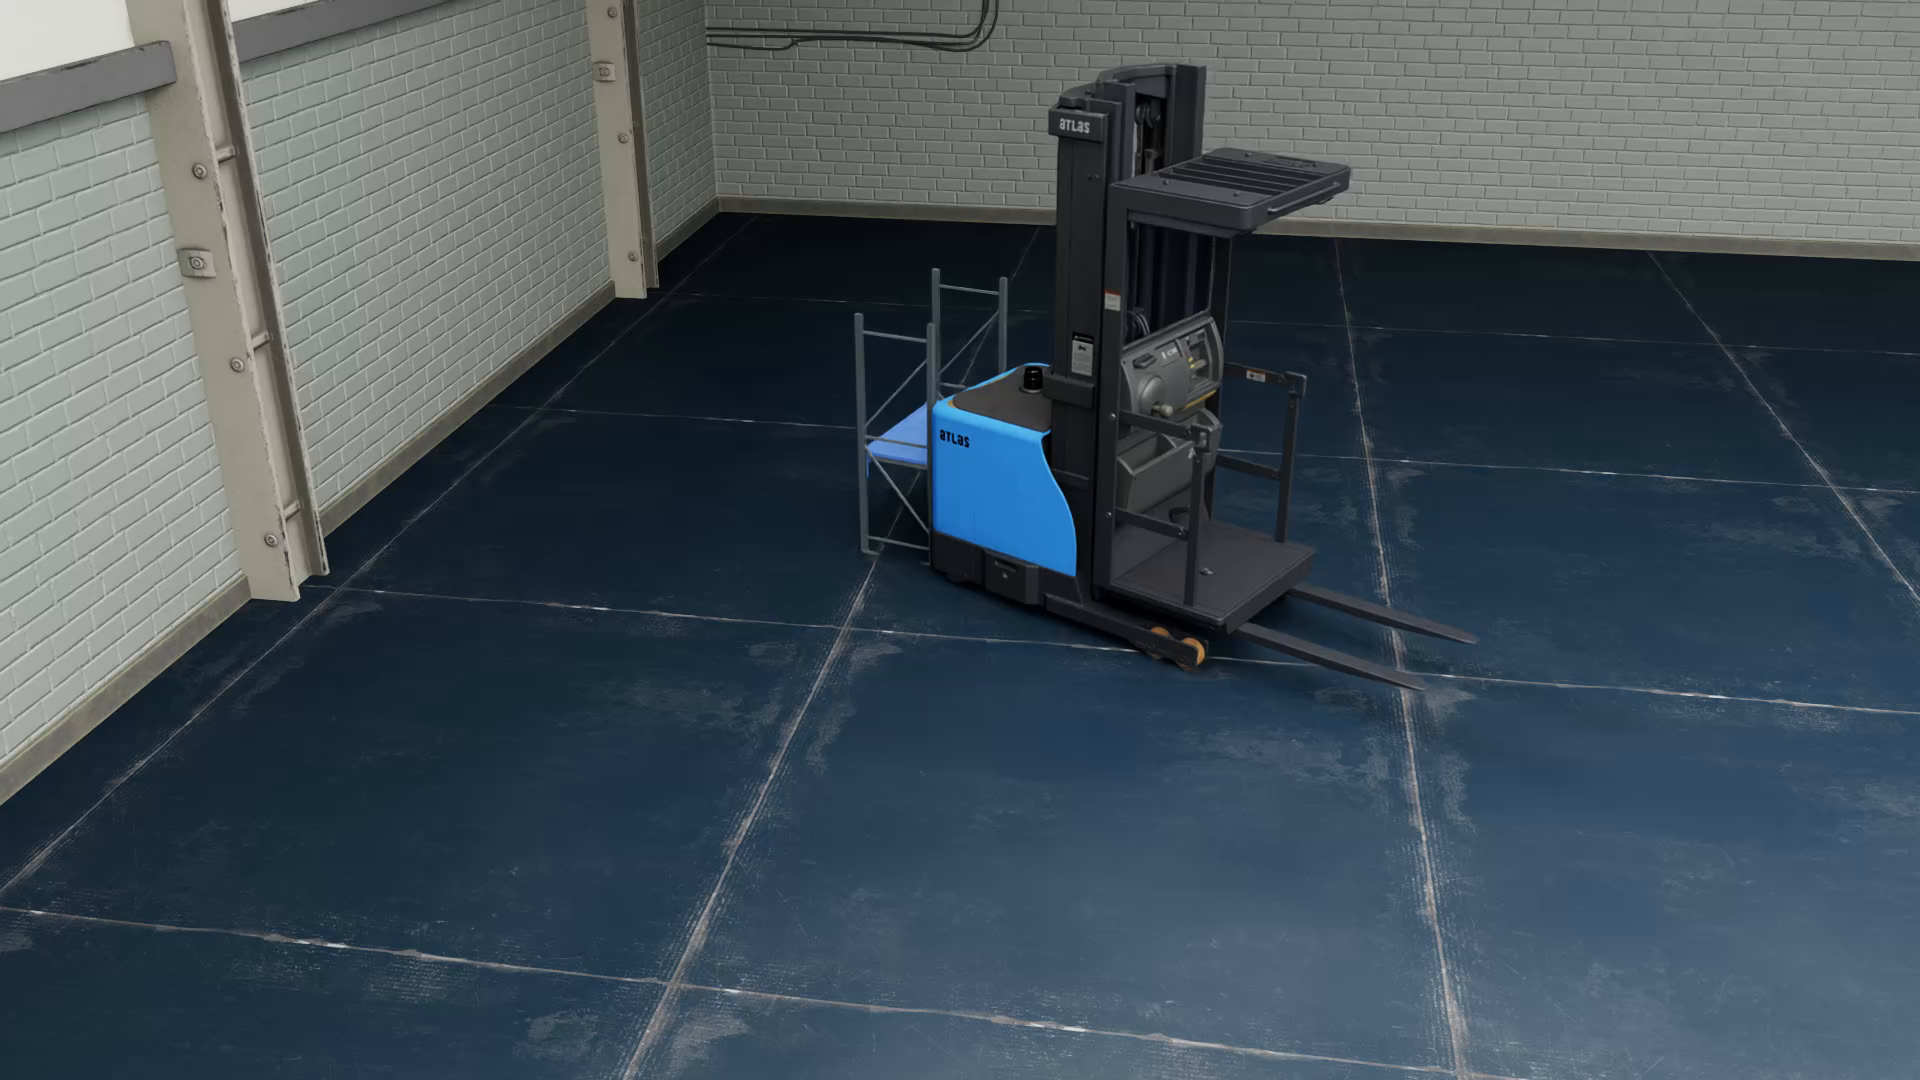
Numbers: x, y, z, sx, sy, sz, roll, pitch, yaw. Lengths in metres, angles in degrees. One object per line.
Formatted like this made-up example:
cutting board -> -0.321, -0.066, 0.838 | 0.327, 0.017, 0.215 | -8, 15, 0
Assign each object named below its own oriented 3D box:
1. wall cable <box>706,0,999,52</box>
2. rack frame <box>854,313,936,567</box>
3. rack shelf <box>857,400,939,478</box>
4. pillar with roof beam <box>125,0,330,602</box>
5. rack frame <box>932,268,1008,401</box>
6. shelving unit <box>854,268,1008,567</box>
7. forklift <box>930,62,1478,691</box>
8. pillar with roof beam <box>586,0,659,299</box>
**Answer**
wall cable -> -1.149, -6.061, 16.246 | 3.097, 2.526, 0.112 | 4, 25, 9
rack frame -> -0.370, -0.568, 9.693 | 0.500, 1.500, 0.032 | 11, 27, 22
rack shelf -> -0.157, -0.600, 10.187 | 0.538, 0.185, 1.000 | 11, 27, 22
pillar with roof beam -> 0.332, -3.519, 7.153 | 9.100, 9.000, 0.400 | 4, 25, 9
rack frame -> 0.057, -0.959, 10.529 | 0.500, 1.500, 0.032 | 11, 27, 22
shelving unit -> -0.157, -0.763, 10.111 | 0.538, 1.500, 1.048 | 11, 27, 22
forklift -> 1.296, -0.896, 8.708 | 3.031, 2.935, 1.130 | 18, 31, 34
pillar with roof beam -> 1.313, -6.028, 12.514 | 9.100, 9.000, 0.400 | 4, 25, 9
